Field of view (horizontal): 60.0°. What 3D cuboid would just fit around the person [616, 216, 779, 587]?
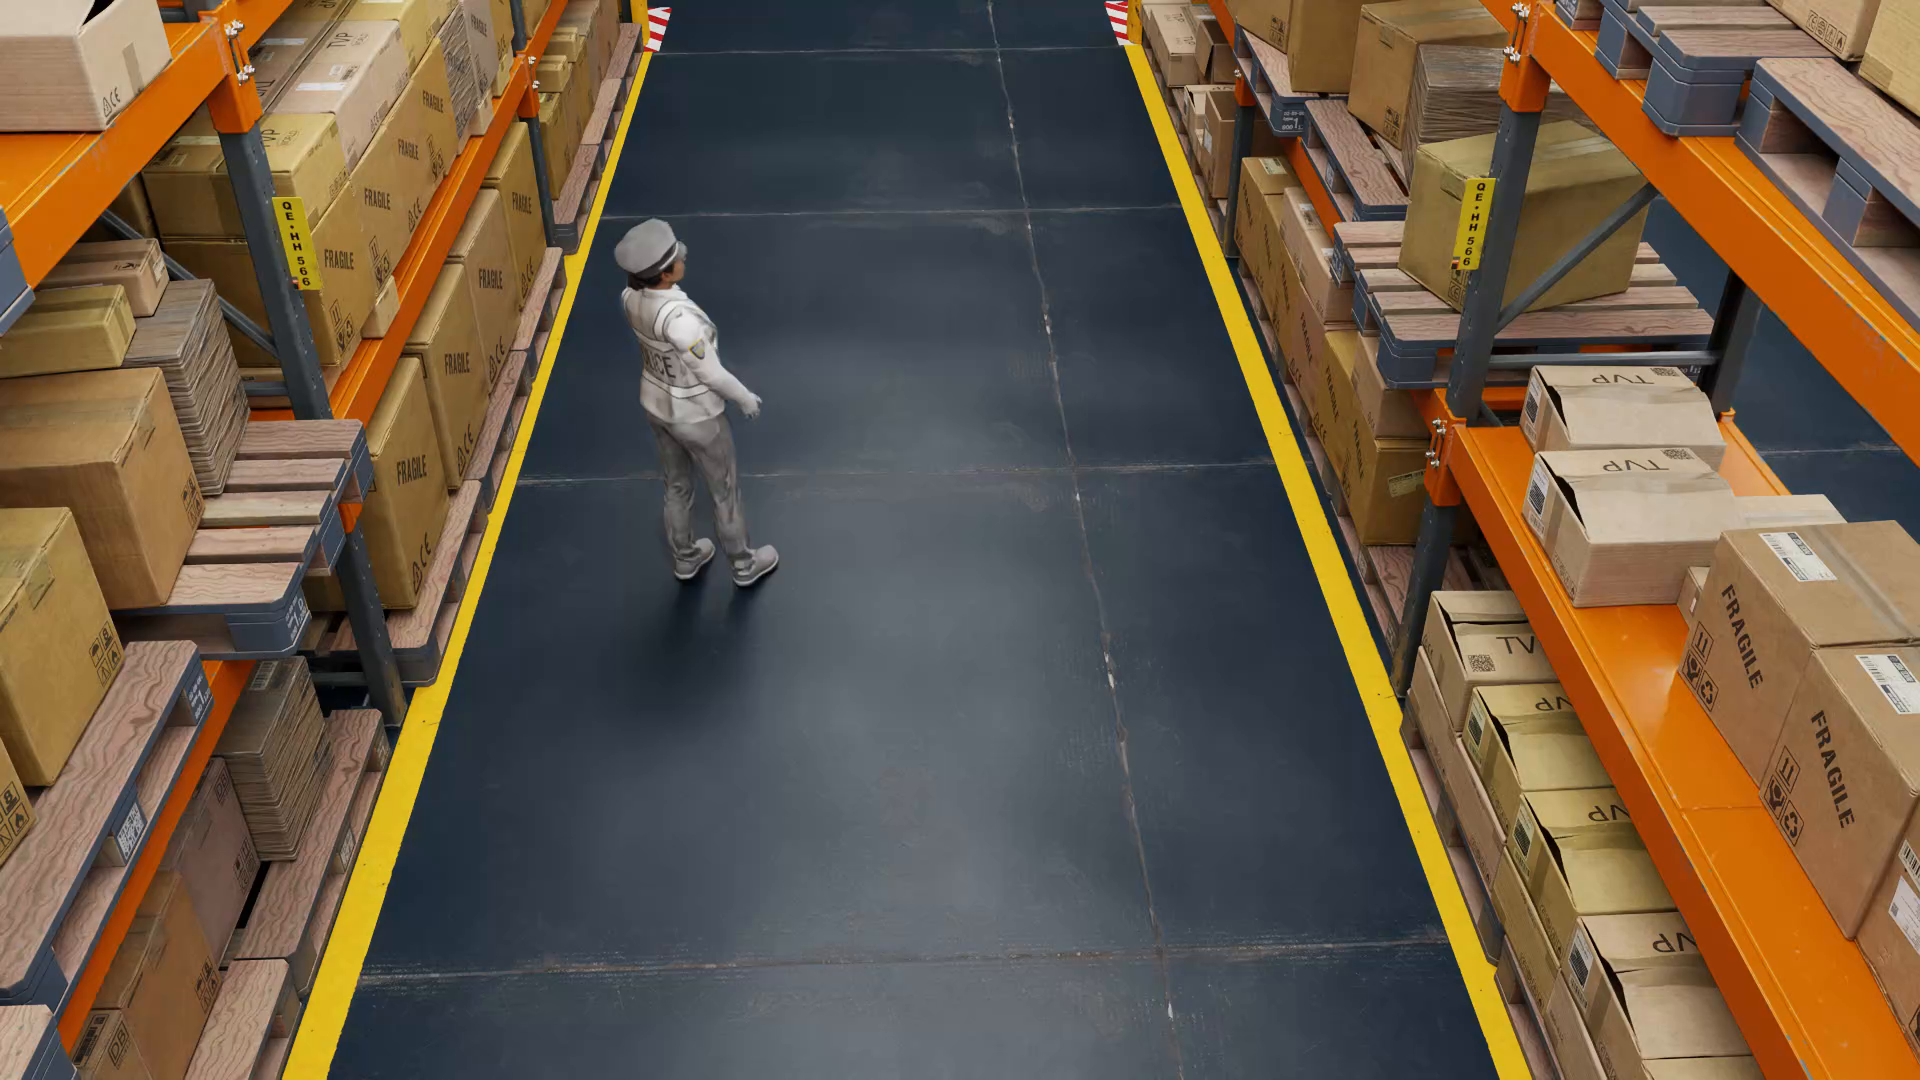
[{"bbox_3d":[-1.098,-0.564,6.887,0.533,1.697,0.496,-26,43,-32],"label":"person"}]
